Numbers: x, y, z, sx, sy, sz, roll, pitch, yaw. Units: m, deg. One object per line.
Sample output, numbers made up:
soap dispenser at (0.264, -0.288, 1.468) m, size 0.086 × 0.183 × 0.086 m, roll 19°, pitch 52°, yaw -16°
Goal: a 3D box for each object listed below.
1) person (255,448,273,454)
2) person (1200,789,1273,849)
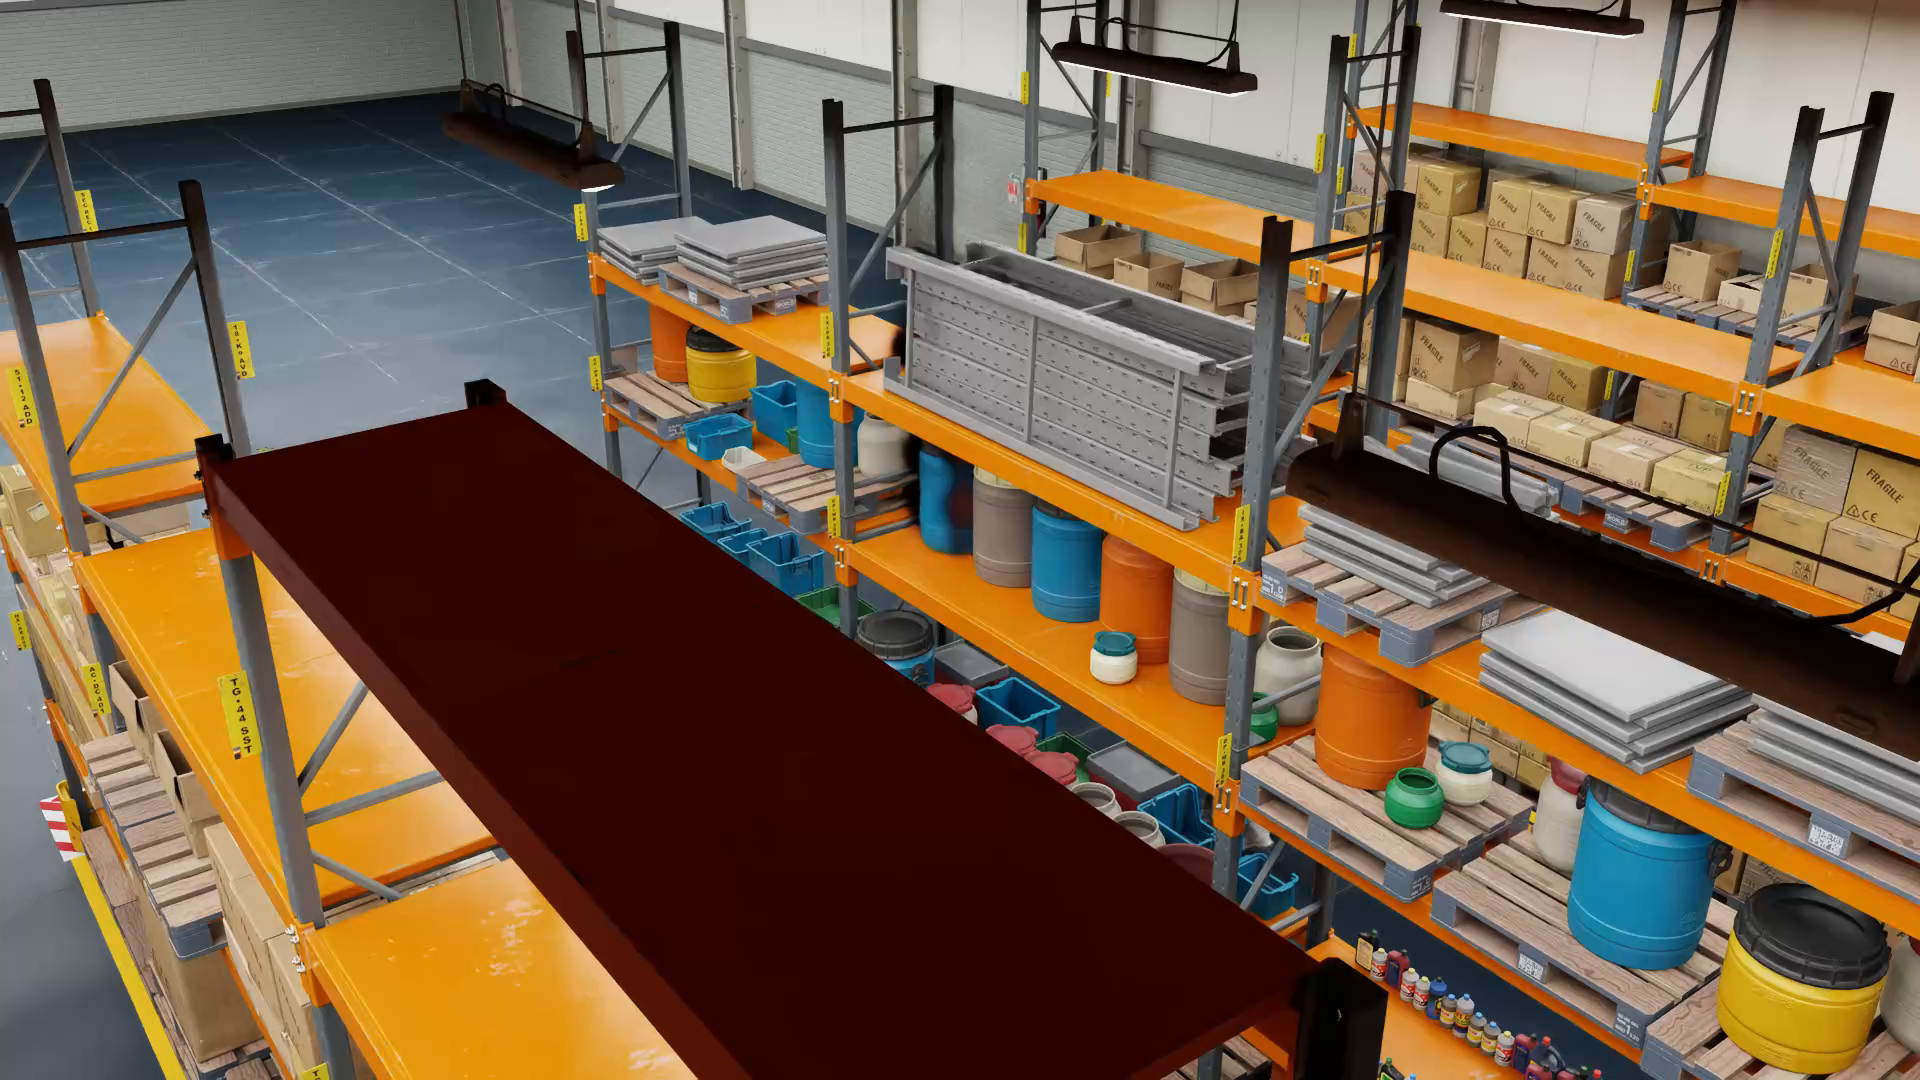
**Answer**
person at (-7.010, -0.093, 17.088) m, size 0.765 × 1.829 × 0.669 m, roll -5°, pitch 25°, yaw -11°
person at (2.172, 1.643, 13.311) m, size 0.937 × 1.847 × 0.666 m, roll 20°, pitch 31°, yaw 36°
